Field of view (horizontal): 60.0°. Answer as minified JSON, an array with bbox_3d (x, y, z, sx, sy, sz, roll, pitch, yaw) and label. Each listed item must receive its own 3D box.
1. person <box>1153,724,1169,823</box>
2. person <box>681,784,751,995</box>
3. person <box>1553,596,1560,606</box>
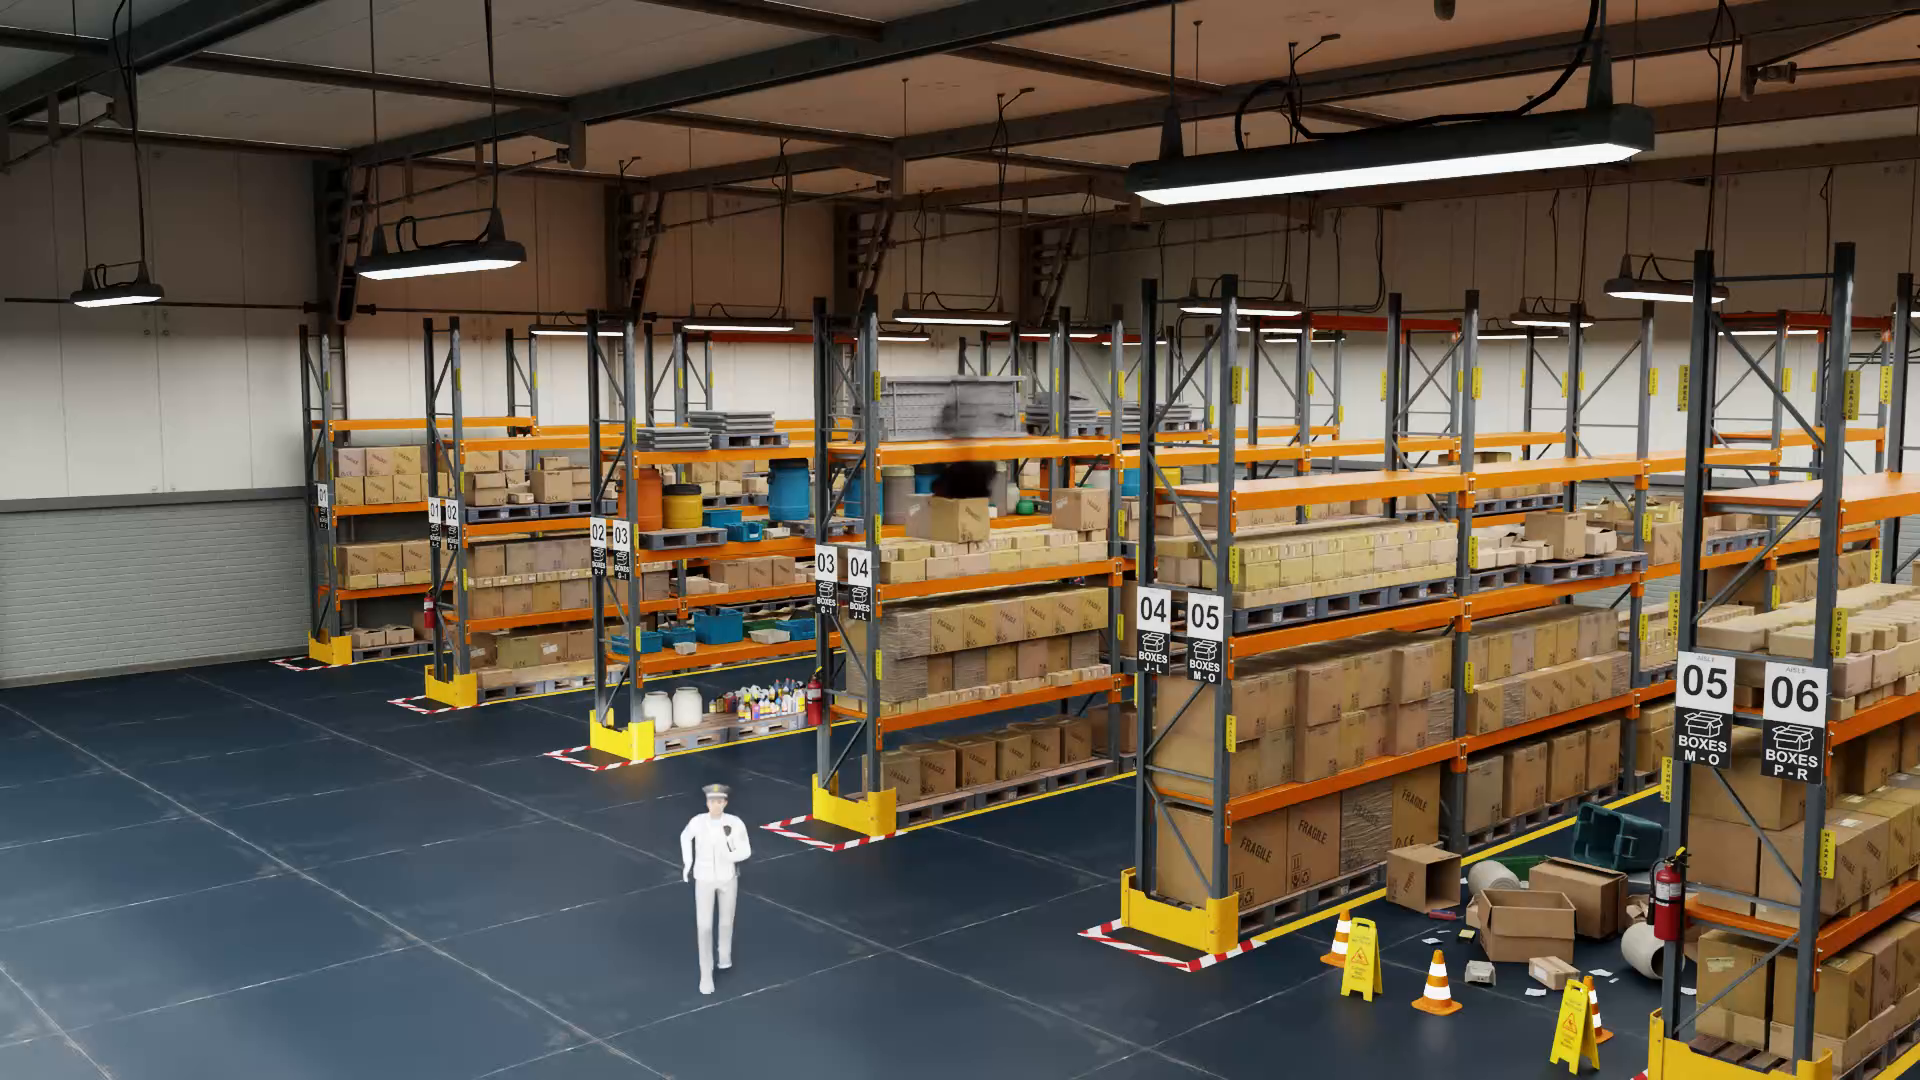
[{"bbox_3d":[2.184,2.526,17.565,0.688,1.721,0.582,5,8,43],"label":"person"},{"bbox_3d":[-2.062,2.908,14.071,0.584,1.750,0.747,-1,6,-9],"label":"person"},{"bbox_3d":[9.665,1.663,26.818,0.779,1.616,0.556,-5,8,-40],"label":"person"}]
